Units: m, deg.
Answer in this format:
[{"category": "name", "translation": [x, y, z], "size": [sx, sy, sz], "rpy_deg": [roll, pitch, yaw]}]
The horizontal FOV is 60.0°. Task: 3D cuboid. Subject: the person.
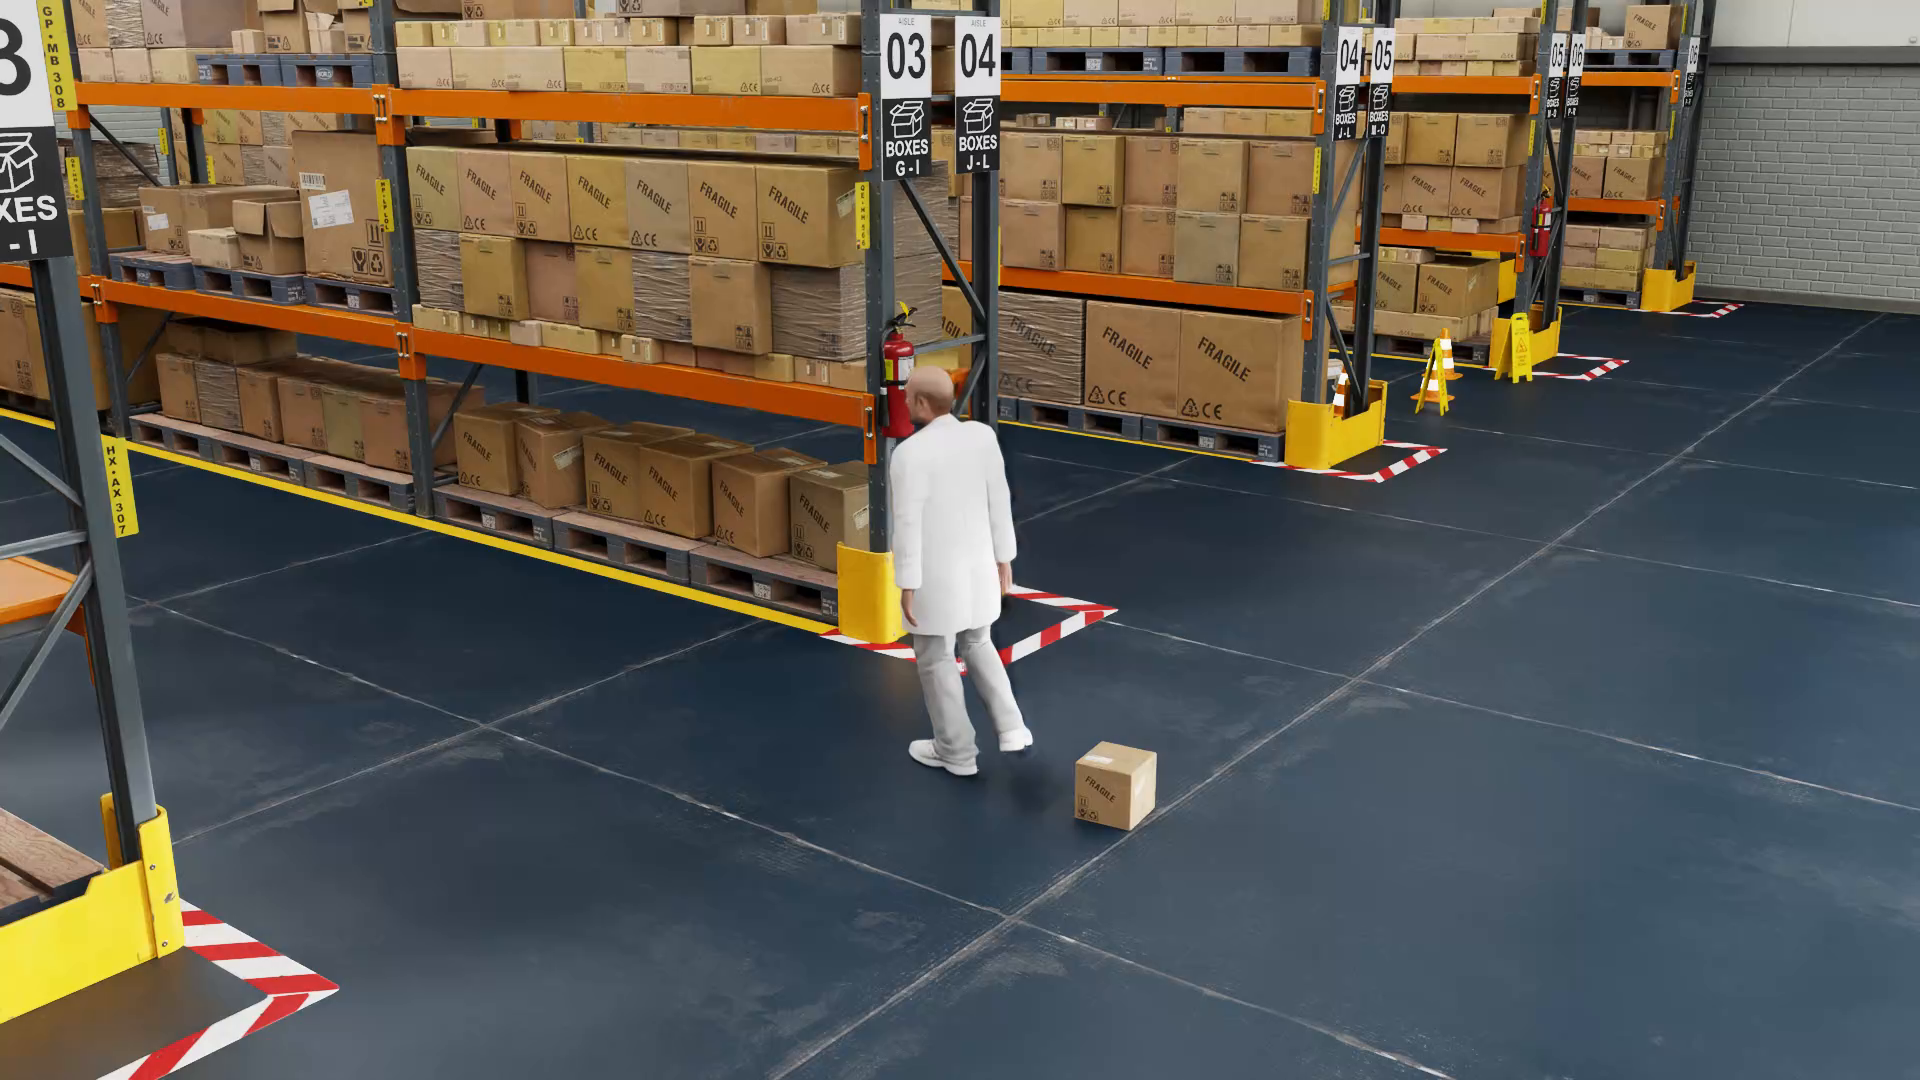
[{"category": "person", "translation": [0.009, 0.155, 7.020], "size": [0.623, 1.772, 0.600], "rpy_deg": [-12, 20, -35]}]
